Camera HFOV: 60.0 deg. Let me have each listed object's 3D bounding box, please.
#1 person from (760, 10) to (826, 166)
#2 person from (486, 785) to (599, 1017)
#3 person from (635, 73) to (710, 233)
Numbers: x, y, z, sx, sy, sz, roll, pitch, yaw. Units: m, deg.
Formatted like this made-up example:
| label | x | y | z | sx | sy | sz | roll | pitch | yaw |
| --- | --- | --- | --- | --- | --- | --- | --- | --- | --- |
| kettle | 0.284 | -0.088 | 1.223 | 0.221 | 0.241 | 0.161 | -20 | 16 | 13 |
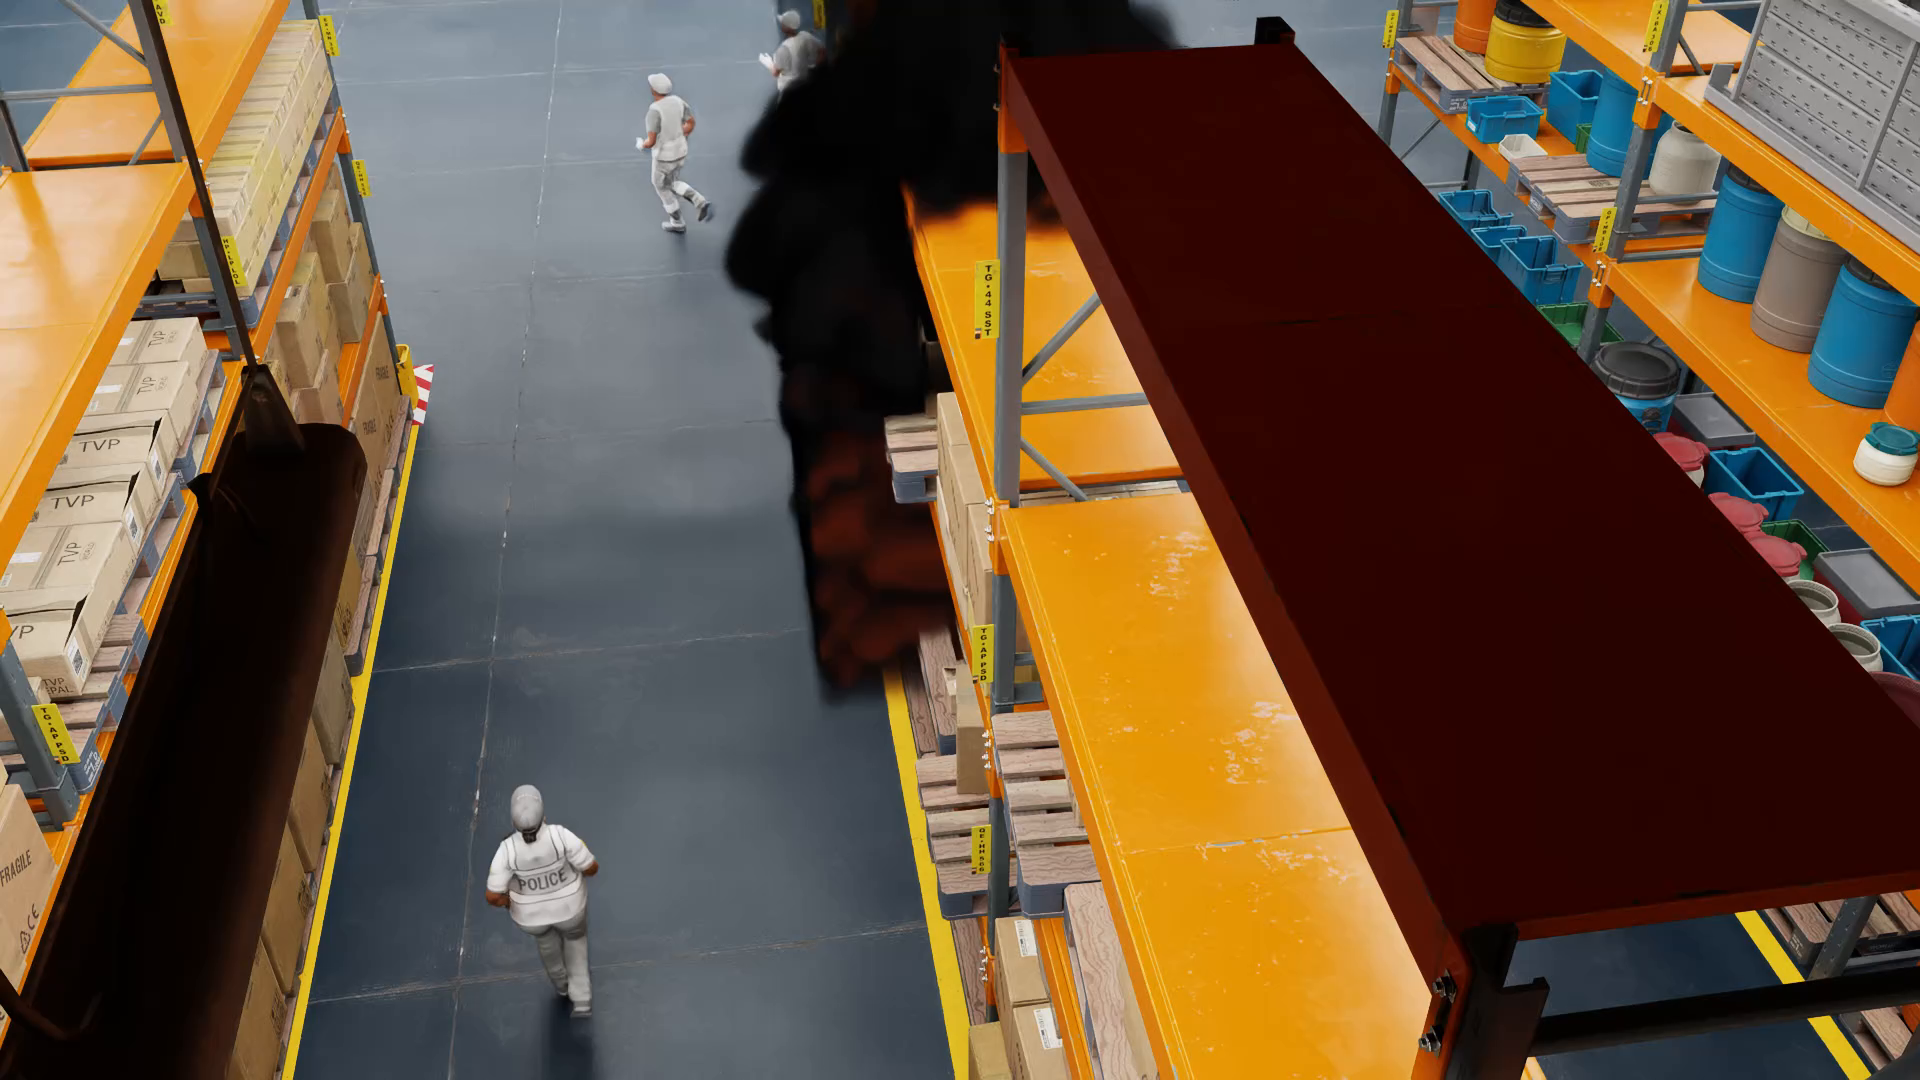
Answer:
| label | x | y | z | sx | sy | sz | roll | pitch | yaw |
| --- | --- | --- | --- | --- | --- | --- | --- | --- | --- |
| person | -1.890 | -5.115 | 18.912 | 0.775 | 1.840 | 0.664 | 13 | 38 | 17 |
| person | -2.290 | 2.067 | 9.280 | 0.612 | 1.645 | 0.672 | -9 | 37 | -12 |
| person | -3.045 | -4.037 | 17.486 | 0.644 | 1.754 | 0.649 | 20 | 41 | 25 |
